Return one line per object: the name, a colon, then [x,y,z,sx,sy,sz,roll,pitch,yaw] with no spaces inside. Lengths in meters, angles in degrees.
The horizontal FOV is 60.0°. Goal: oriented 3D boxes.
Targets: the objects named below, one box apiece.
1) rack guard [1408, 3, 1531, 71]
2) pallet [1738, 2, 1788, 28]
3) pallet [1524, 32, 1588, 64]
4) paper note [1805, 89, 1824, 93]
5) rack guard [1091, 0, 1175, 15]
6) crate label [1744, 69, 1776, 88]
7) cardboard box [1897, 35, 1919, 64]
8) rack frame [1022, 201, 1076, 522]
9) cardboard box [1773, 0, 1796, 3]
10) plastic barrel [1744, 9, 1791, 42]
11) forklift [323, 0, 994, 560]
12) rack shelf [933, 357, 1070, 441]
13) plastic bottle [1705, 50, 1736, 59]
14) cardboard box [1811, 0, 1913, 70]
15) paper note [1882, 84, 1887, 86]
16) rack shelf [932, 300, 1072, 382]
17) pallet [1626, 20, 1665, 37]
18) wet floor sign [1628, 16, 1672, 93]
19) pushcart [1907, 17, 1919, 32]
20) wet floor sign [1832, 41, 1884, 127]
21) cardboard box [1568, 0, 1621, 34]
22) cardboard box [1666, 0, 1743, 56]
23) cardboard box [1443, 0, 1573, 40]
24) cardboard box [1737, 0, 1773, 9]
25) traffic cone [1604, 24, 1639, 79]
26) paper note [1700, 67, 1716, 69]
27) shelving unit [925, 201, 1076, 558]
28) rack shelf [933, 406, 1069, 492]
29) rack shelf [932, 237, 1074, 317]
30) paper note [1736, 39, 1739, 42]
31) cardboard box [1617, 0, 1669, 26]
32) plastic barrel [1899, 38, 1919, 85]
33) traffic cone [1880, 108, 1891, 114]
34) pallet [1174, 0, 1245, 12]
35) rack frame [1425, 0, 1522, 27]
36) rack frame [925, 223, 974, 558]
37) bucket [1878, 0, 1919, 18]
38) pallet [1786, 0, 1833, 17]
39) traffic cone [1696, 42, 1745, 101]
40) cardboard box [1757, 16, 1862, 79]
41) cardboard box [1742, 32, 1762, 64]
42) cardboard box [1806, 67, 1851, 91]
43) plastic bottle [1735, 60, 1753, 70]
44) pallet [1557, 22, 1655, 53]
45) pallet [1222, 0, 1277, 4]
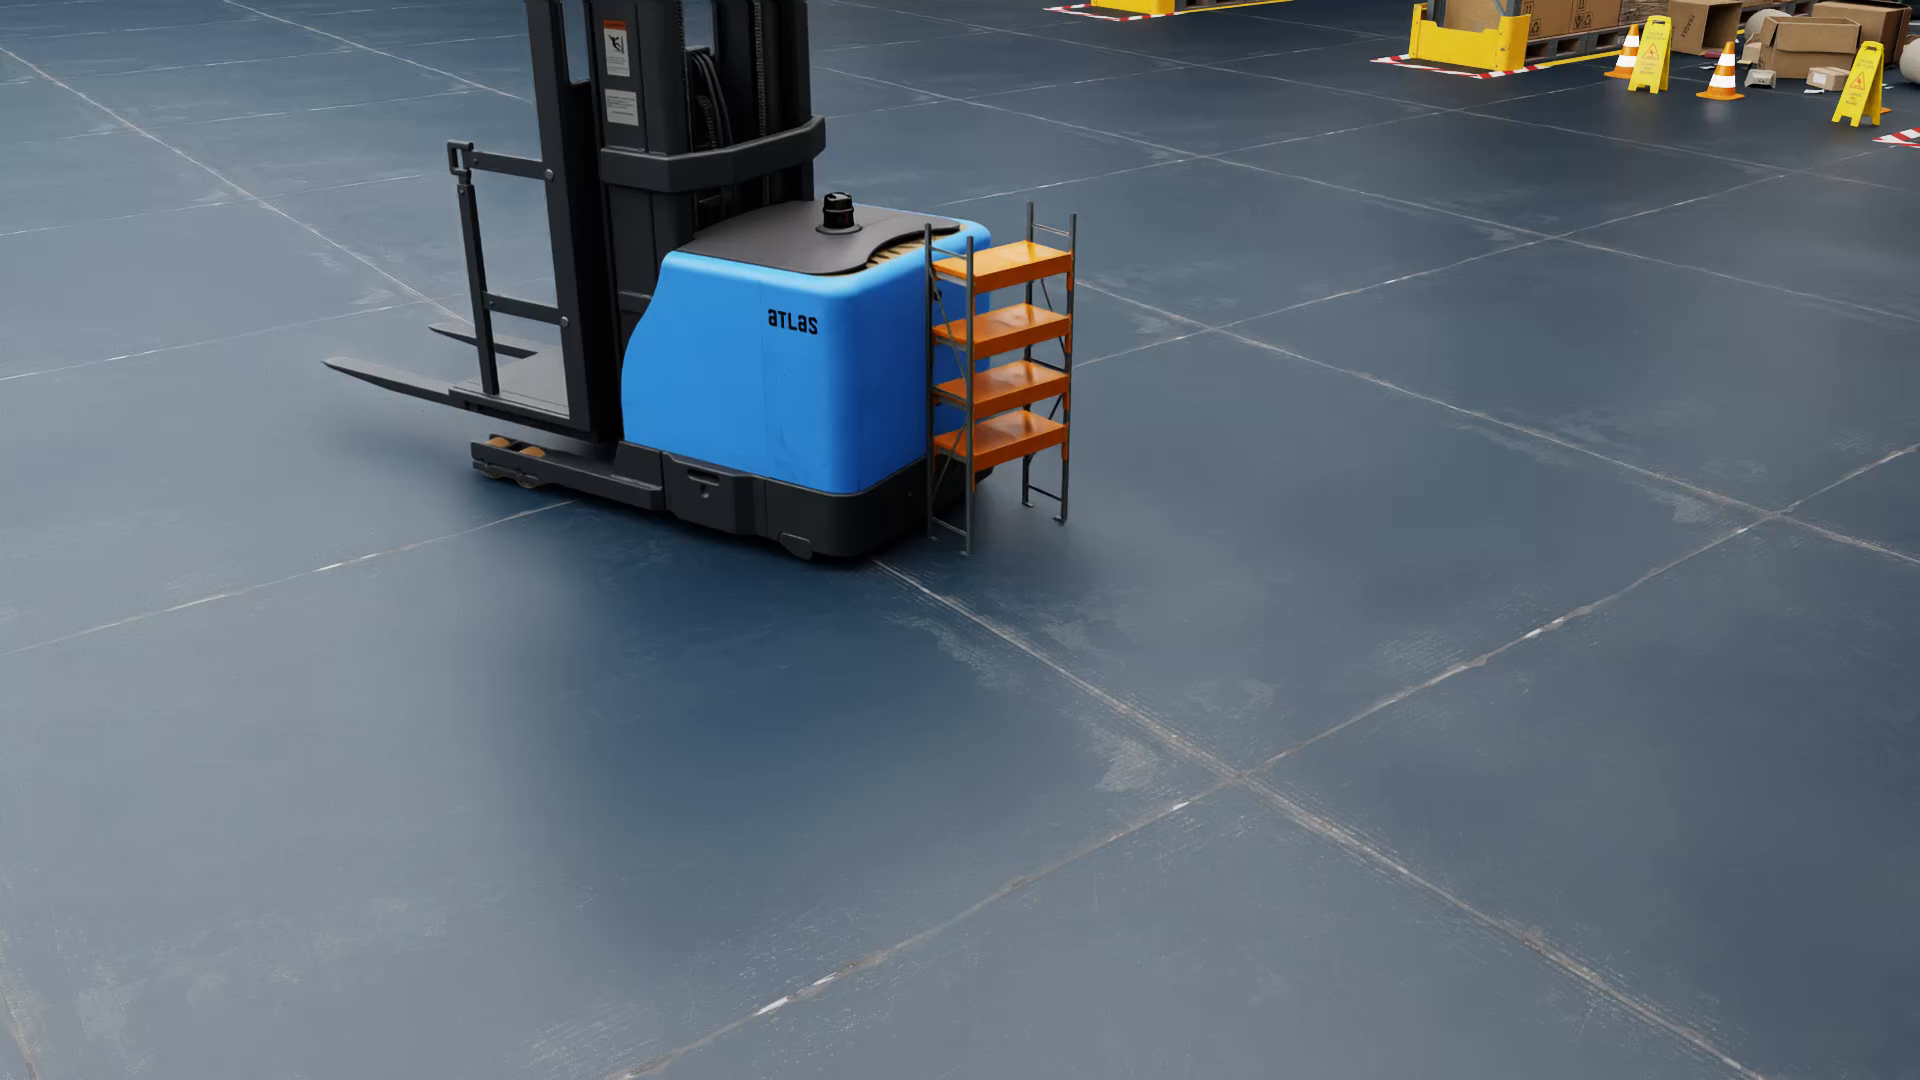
rack guard: [4.977,-4.936,16.292,0.348,0.500,1.175,-18,31,-34]
pallet: [8.704,-6.076,19.091,1.213,0.211,1.003,-18,31,-34]
pallet: [5.577,-5.045,16.870,1.213,0.211,1.003,-18,31,-34]
paper note: [7.645,-4.021,14.877,0.148,0.019,0.142,15,29,29]
rack guard: [2.075,-6.631,19.945,0.348,0.500,1.175,-18,31,-34]
crate label: [7.300,-4.207,15.153,0.250,0.136,0.298,10,27,20]
cardboard box: [9.312,-4.761,16.193,0.258,0.266,0.396,5,25,11]
rack frame: [0.329,-0.653,6.231,0.015,1.200,0.240,-20,32,-37]
cardboard box: [9.338,-6.726,19.352,0.750,0.750,1.050,-18,31,-34]
plastic barrel: [8.197,-5.144,16.830,0.421,0.421,0.512,1,25,2]
forklift: [-1.390,-1.708,6.449,3.031,2.935,1.130,15,29,29]
rack shelf: [0.145,-0.524,6.113,0.480,0.148,0.258,-20,32,-37]
plastic bottle: [7.605,-4.843,16.613,0.283,0.061,0.133,15,29,29]
cardboard box: [8.681,-4.932,16.119,0.503,0.637,0.797,-18,31,-34]
paper note: [8.406,-4.187,15.248,0.142,0.019,0.148,-8,26,-16]
rack shelf: [0.145,-0.727,6.019,0.480,0.148,0.258,-20,32,-37]
pallet: [7.497,-5.679,18.235,1.213,0.211,1.003,-18,31,-34]
wet floor sign: [6.195,-4.345,14.845,0.267,0.644,0.232,21,32,37]
pushcart: [9.831,-5.055,16.693,1.648,0.377,0.936,15,29,29]
wet floor sign: [7.320,-3.700,13.455,0.232,0.644,0.267,-8,26,-16]
cardboard box: [6.180,-5.730,17.059,0.875,0.875,0.875,-19,31,-35]
cardboard box: [7.555,-5.239,16.942,0.500,0.500,0.500,-13,28,-25]
cardboard box: [5.489,-5.501,16.565,0.875,0.875,0.875,-18,30,-34]
cardboard box: [8.577,-6.476,18.815,0.750,0.750,1.050,-18,31,-34]
traffic cone: [6.290,-4.593,15.597,0.334,0.463,0.336,-18,31,-34]
paper note: [7.245,-4.563,16.047,0.142,0.017,0.144,-8,26,-16]
shelving unit: [0.145,-0.585,6.085,0.503,1.200,0.258,-20,32,-37]
rack shelf: [0.145,-0.344,6.197,0.480,0.148,0.258,-20,32,-37]
rack shelf: [0.145,-0.941,5.919,0.480,0.148,0.258,-20,32,-37]
paper note: [8.173,-5.294,17.620,0.147,0.020,0.142,5,25,11]
cardboard box: [6.898,-5.966,17.568,0.875,0.875,0.875,-18,30,-34]
plastic barrel: [8.821,-4.332,15.082,0.421,0.421,0.512,1,25,2]
traffic cone: [7.672,-3.851,13.998,0.334,0.463,0.336,-18,31,-34]
pallet: [2.736,-6.700,20.435,1.213,0.211,1.003,-18,31,-34]
rack frame: [4.996,-6.076,15.779,0.127,3.000,1.000,-18,31,-34]
rack frame: [-0.038,-0.517,5.939,0.015,1.200,0.240,-20,32,-37]
bucket: [9.459,-5.521,16.665,0.620,0.611,0.726,2,23,-21]
pallet: [9.665,-6.394,19.777,1.213,0.211,1.003,-18,31,-34]
traffic cone: [6.720,-4.130,14.600,0.334,0.463,0.336,-18,31,-34]
cardboard box: [7.950,-4.625,15.618,0.797,0.503,0.637,5,25,11]
cardboard box: [7.927,-4.818,16.317,0.258,0.266,0.396,-13,28,-25]
cardboard box: [7.914,-4.179,15.078,0.250,0.149,0.380,-3,25,-7]
plastic bottle: [7.588,-4.603,16.096,0.133,0.061,0.283,15,29,29]
pallet: [6.536,-5.360,17.549,1.213,0.211,1.003,-18,31,-34]
pallet: [3.695,-7.015,21.114,1.213,0.211,1.003,-18,31,-34]
